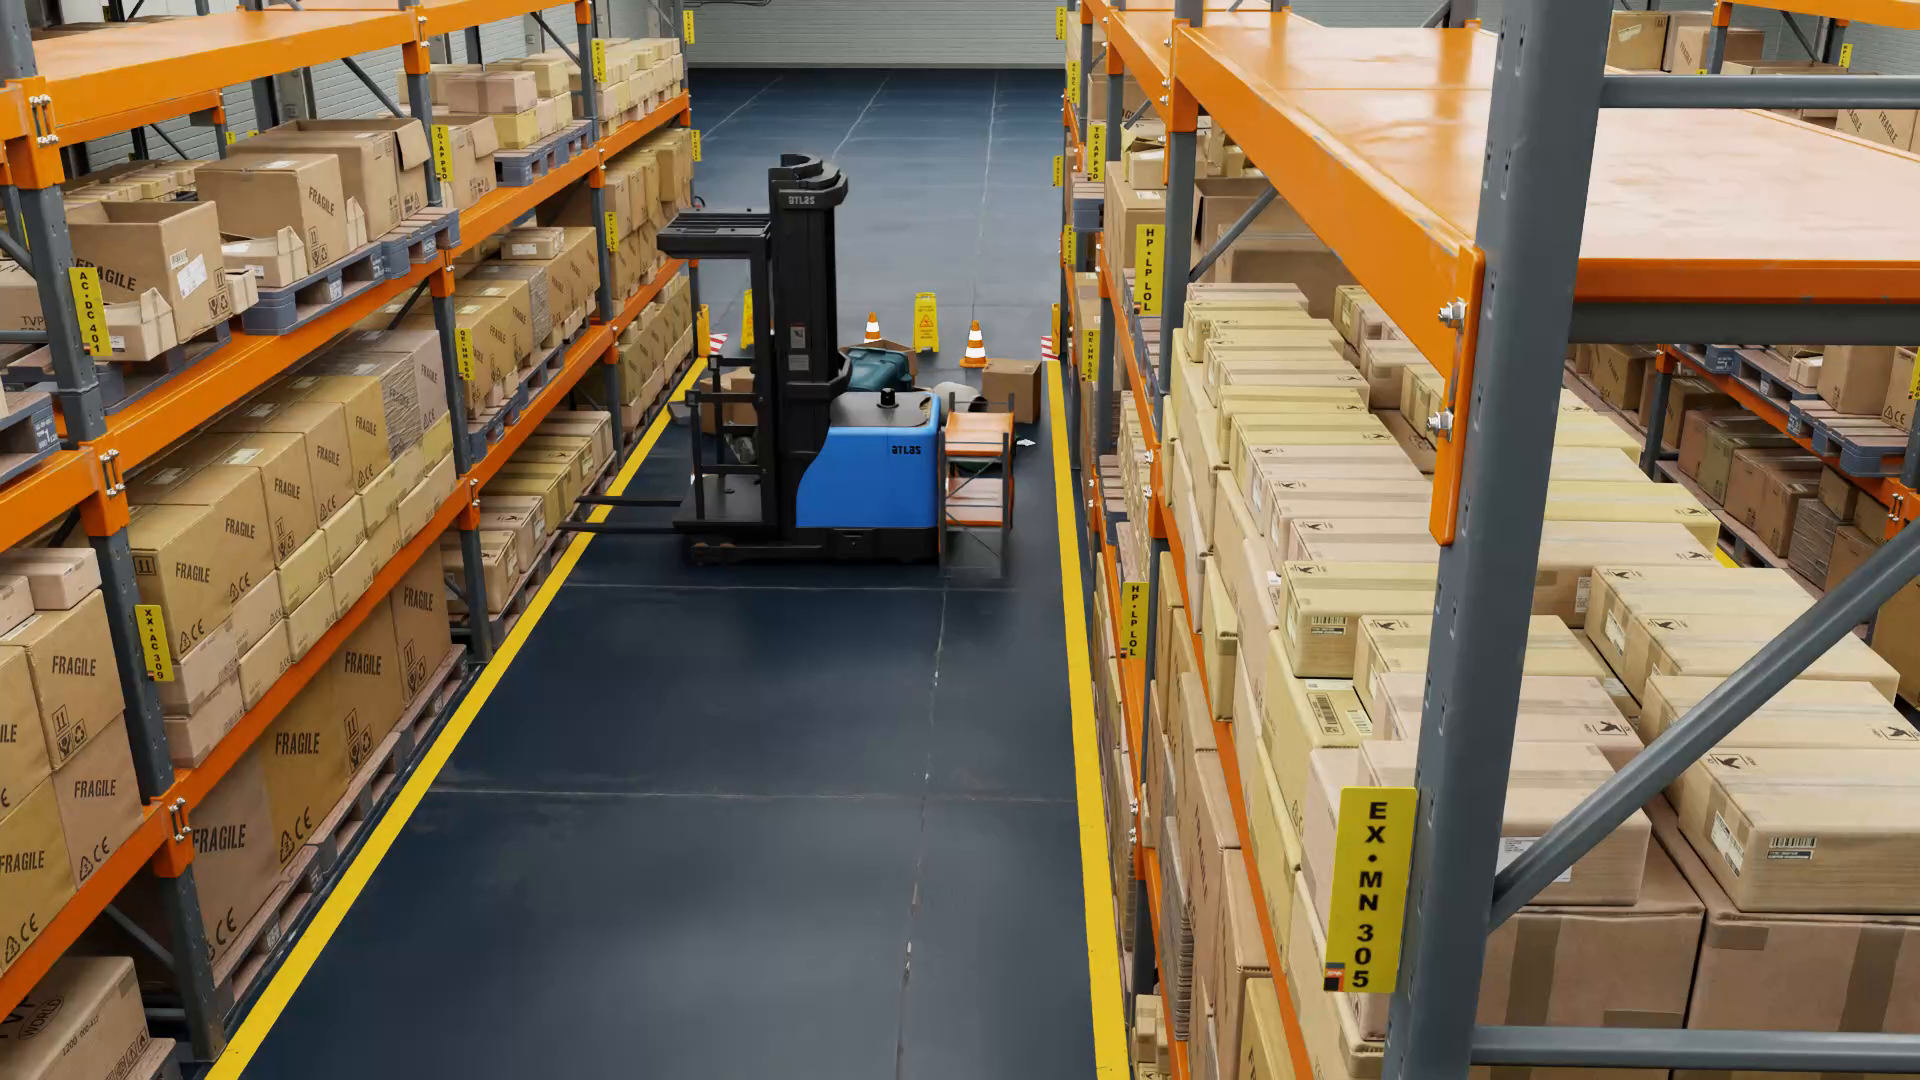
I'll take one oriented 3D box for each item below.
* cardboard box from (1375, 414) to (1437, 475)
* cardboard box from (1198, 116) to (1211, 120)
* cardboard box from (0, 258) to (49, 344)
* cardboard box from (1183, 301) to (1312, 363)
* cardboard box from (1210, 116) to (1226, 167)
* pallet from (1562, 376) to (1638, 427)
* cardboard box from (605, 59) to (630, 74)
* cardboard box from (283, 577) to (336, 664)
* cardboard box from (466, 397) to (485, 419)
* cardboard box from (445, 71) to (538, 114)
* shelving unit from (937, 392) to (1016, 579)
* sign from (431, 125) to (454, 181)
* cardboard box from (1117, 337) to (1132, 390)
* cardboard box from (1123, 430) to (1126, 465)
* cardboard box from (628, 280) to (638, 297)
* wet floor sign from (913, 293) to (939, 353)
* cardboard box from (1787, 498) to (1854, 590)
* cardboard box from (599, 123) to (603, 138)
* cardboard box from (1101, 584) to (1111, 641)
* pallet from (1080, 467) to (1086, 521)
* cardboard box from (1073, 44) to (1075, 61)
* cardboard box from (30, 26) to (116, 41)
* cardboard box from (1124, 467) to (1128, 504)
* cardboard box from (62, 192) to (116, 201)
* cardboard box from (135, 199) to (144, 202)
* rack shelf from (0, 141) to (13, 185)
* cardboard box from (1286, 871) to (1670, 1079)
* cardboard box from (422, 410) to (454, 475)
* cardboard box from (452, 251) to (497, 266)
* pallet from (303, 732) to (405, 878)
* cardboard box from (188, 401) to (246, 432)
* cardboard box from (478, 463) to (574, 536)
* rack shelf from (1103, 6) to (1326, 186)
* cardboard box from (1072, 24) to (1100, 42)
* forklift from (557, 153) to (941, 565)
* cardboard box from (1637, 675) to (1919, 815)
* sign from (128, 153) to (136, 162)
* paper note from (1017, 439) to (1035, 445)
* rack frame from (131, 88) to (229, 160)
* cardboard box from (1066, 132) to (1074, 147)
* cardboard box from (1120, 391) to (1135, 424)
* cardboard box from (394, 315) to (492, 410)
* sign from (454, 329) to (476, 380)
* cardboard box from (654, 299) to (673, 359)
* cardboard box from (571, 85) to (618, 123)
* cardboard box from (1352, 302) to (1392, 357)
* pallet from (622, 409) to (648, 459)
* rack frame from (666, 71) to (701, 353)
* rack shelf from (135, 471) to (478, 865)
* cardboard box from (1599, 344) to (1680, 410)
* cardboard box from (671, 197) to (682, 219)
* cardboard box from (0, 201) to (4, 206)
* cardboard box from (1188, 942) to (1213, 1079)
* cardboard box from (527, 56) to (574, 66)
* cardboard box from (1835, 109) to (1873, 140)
[{"bbox_3d":[1.435,-0.156,4.654,0.500,0.250,0.500,1,21,4],"label":"cardboard box"},{"bbox_3d":[1.628,-2.812,11.388,0.500,0.311,0.500,0,21,1],"label":"cardboard box"},{"bbox_3d":[-3.900,-1.032,6.938,0.500,0.311,0.500,1,21,2],"label":"cardboard box"},{"bbox_3d":[0.941,-0.687,5.472,0.380,0.149,0.250,0,21,-1],"label":"cardboard box"},{"bbox_3d":[1.603,-2.240,9.311,0.396,0.266,0.258,1,21,2],"label":"cardboard box"},{"bbox_3d":[6.451,-1.327,16.158,1.003,0.211,1.213,1,21,2],"label":"pallet"},{"bbox_3d":[-3.150,-4.189,14.777,0.380,0.149,0.250,0,21,0],"label":"cardboard box"},{"bbox_3d":[-3.394,0.383,8.103,0.500,0.250,0.500,0,21,1],"label":"cardboard box"},{"bbox_3d":[-3.357,-0.901,10.970,0.380,0.149,0.250,-1,21,-2],"label":"cardboard box"},{"bbox_3d":[-3.373,-3.228,11.991,0.500,0.250,0.500,1,21,3],"label":"cardboard box"},{"bbox_3d":[0.135,-0.429,12.580,0.538,1.125,1.048,1,21,4],"label":"shelving unit"},{"bbox_3d":[-3.041,-2.272,9.767,0.100,0.325,0.005,1,21,2],"label":"sign"},{"bbox_3d":[1.379,-1.262,10.614,0.700,0.500,0.500,1,21,1],"label":"cardboard box"},{"bbox_3d":[1.134,-0.534,9.613,0.380,0.149,0.250,2,21,4],"label":"cardboard box"},{"bbox_3d":[-3.168,-2.322,15.213,0.380,0.149,0.250,1,21,3],"label":"cardboard box"},{"bbox_3d":[-0.379,-2.414,18.359,0.267,0.644,0.232,-3,21,-8],"label":"wet floor sign"},{"bbox_3d":[6.315,0.021,11.675,0.700,0.500,0.500,-1,21,-3],"label":"cardboard box"},{"bbox_3d":[-3.216,-3.444,13.958,0.380,0.149,0.250,0,21,1],"label":"cardboard box"},{"bbox_3d":[1.077,0.463,9.527,0.500,0.250,0.500,0,21,1],"label":"cardboard box"},{"bbox_3d":[1.529,-0.453,13.905,1.003,0.211,1.213,1,21,2],"label":"pallet"},{"bbox_3d":[1.268,-4.287,14.862,0.500,0.250,0.500,0,21,1],"label":"cardboard box"},{"bbox_3d":[-8.270,-4.496,15.463,0.797,0.503,0.637,1,21,3],"label":"cardboard box"},{"bbox_3d":[1.124,-0.311,9.452,0.380,0.149,0.250,2,21,4],"label":"cardboard box"},{"bbox_3d":[-8.169,-3.171,15.608,0.380,0.149,0.250,1,21,1],"label":"cardboard box"},{"bbox_3d":[-8.156,-3.218,16.140,0.380,0.149,0.250,0,21,1],"label":"cardboard box"},{"bbox_3d":[-8.496,-2.444,12.029,1.077,0.370,4.000,1,21,2],"label":"rack shelf"},{"bbox_3d":[0.862,0.810,2.856,0.500,0.250,0.500,0,21,0],"label":"cardboard box"},{"bbox_3d":[-3.356,-0.590,9.919,0.500,0.250,0.500,1,21,1],"label":"cardboard box"},{"bbox_3d":[-3.818,-1.906,12.665,0.500,0.500,0.500,1,21,1],"label":"cardboard box"},{"bbox_3d":[-3.734,1.419,9.079,1.003,0.211,1.213,1,21,2],"label":"pallet"},{"bbox_3d":[-3.910,-0.393,8.375,0.500,0.500,0.500,1,21,2],"label":"cardboard box"},{"bbox_3d":[-3.525,-0.321,12.761,0.950,0.372,0.625,1,21,3],"label":"cardboard box"},{"bbox_3d":[1.295,-2.139,7.648,1.077,0.370,4.000,1,21,2],"label":"rack shelf"},{"bbox_3d":[1.216,-4.613,15.152,0.380,0.149,0.250,1,21,2],"label":"cardboard box"},{"bbox_3d":[-1.661,-1.366,12.498,3.031,2.935,1.130,1,21,1],"label":"forklift"},{"bbox_3d":[1.375,0.352,2.794,0.380,0.149,0.250,1,21,4],"label":"cardboard box"},{"bbox_3d":[-8.868,-3.999,17.883,0.100,0.325,0.005,1,21,2],"label":"sign"},{"bbox_3d":[0.593,-0.902,15.311,0.147,0.020,0.142,-16,26,-35],"label":"paper note"},{"bbox_3d":[-8.313,-3.551,18.033,1.000,3.000,0.127,1,21,2],"label":"rack frame"},{"bbox_3d":[1.549,-3.919,17.282,0.875,0.550,0.550,1,21,2],"label":"cardboard box"},{"bbox_3d":[1.148,-0.776,9.827,0.380,0.149,0.250,1,21,2],"label":"cardboard box"},{"bbox_3d":[-3.350,-1.146,10.706,0.500,0.500,0.500,0,21,0],"label":"cardboard box"},{"bbox_3d":[-3.040,-1.140,10.219,0.100,0.325,0.005,1,21,2],"label":"sign"},{"bbox_3d":[-3.150,-2.097,16.471,0.500,0.500,0.500,0,21,0],"label":"cardboard box"},{"bbox_3d":[-3.187,-3.674,14.001,0.500,0.250,0.500,0,21,0],"label":"cardboard box"},{"bbox_3d":[1.500,-0.676,5.443,0.380,0.149,0.250,1,21,3],"label":"cardboard box"},{"bbox_3d":[-3.488,-0.994,15.300,1.003,0.211,1.213,1,21,2],"label":"pallet"},{"bbox_3d":[-3.352,-3.497,17.896,1.000,3.000,0.127,1,21,2],"label":"rack frame"},{"bbox_3d":[-3.656,0.454,8.707,1.077,0.370,4.000,1,21,2],"label":"rack shelf"},{"bbox_3d":[6.434,-1.549,15.750,0.500,0.500,0.500,-1,21,-3],"label":"cardboard box"},{"bbox_3d":[-3.113,-3.302,16.844,0.500,0.500,0.500,1,21,2],"label":"cardboard box"},{"bbox_3d":[-8.739,-2.988,15.137,0.380,0.149,0.250,0,21,1],"label":"cardboard box"},{"bbox_3d":[0.921,1.405,4.711,0.500,0.500,0.500,2,21,4],"label":"cardboard box"},{"bbox_3d":[-3.710,-4.291,15.039,0.380,0.149,0.250,1,21,2],"label":"cardboard box"},{"bbox_3d":[6.110,-2.713,10.900,0.500,0.500,0.500,1,21,3],"label":"cardboard box"}]
